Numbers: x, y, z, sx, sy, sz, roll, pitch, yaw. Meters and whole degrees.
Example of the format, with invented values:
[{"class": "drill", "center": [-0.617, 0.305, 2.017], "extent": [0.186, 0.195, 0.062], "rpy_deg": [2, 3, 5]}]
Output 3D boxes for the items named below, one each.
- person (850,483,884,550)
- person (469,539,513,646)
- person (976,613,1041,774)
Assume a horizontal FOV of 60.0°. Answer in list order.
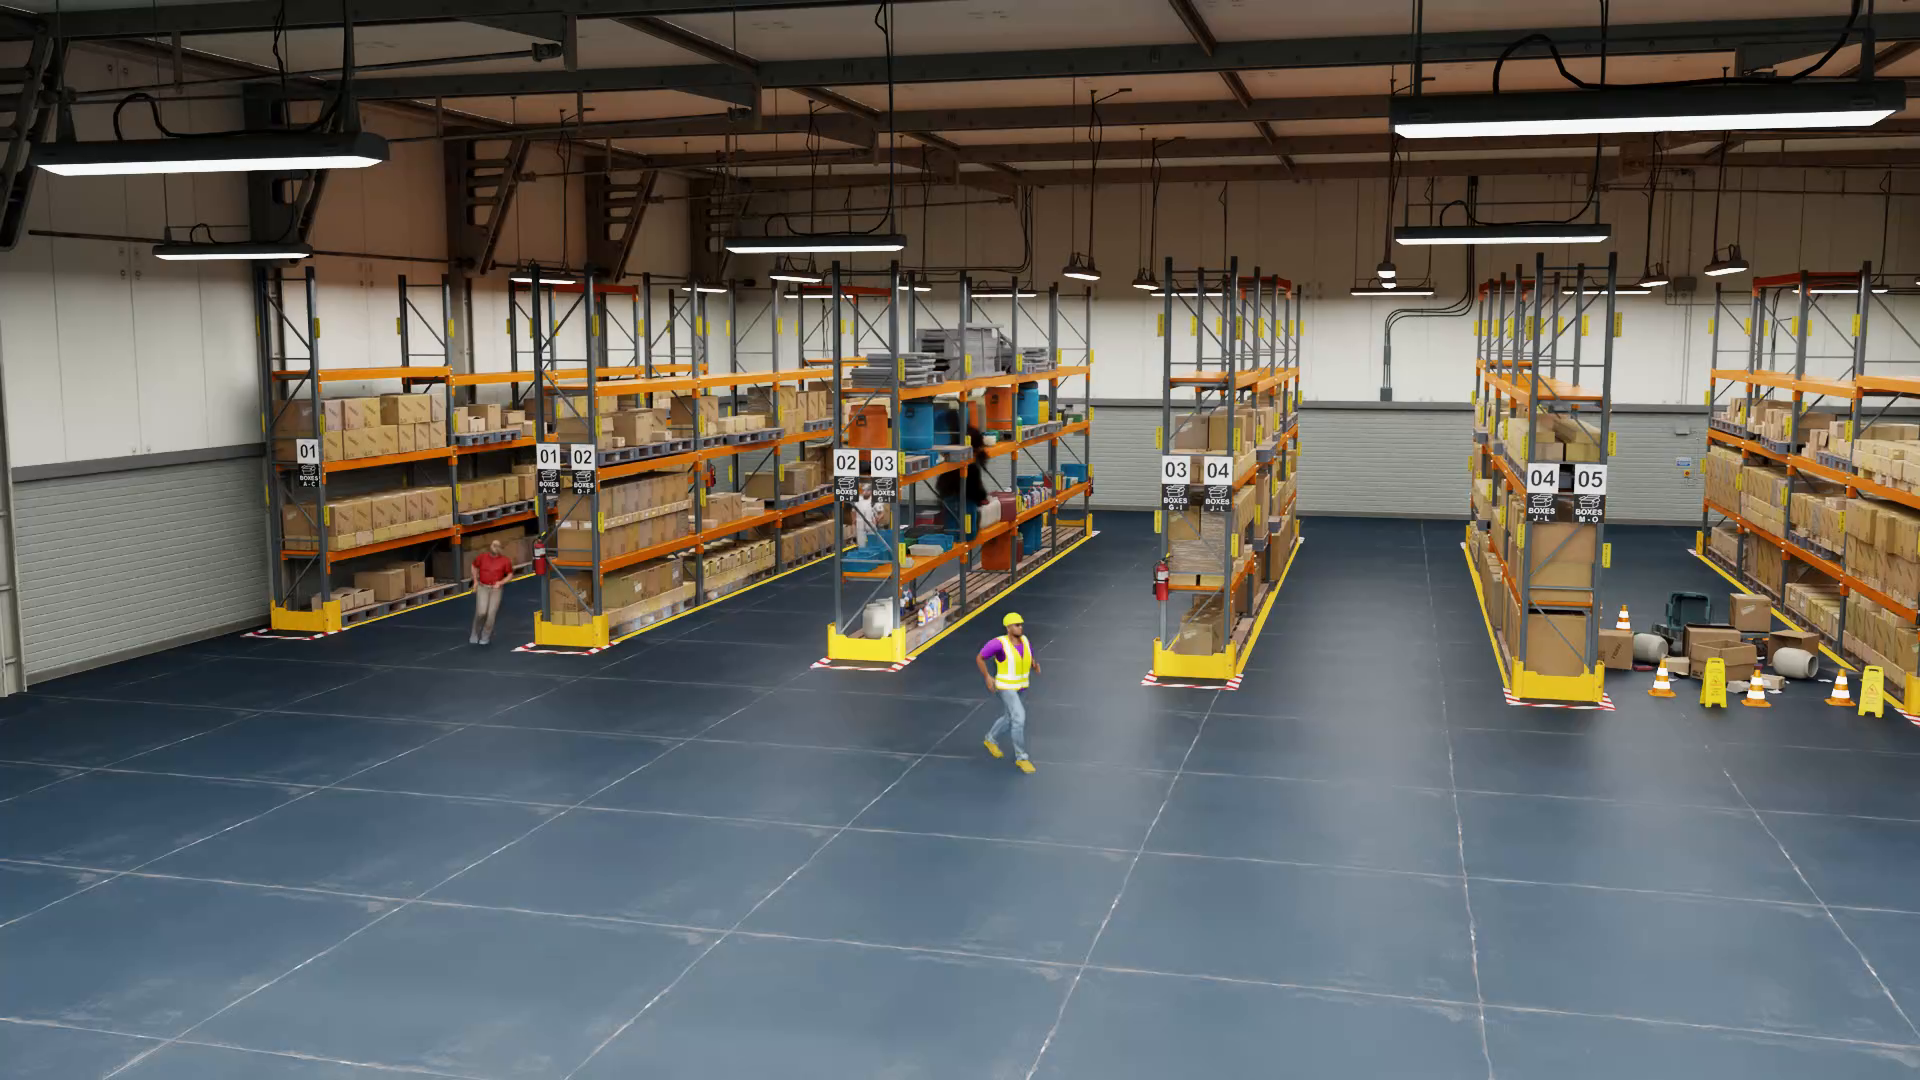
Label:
[{"class": "person", "center": [-1.824, -0.240, 32.439], "extent": [0.664, 1.769, 0.594], "rpy_deg": [1, 7, 7]}, {"class": "person", "center": [-7.451, 0.832, 26.401], "extent": [0.706, 1.689, 0.595], "rpy_deg": [-2, 8, -16]}, {"class": "person", "center": [0.596, 1.709, 19.076], "extent": [0.895, 1.789, 0.691], "rpy_deg": [7, 10, 42]}]
